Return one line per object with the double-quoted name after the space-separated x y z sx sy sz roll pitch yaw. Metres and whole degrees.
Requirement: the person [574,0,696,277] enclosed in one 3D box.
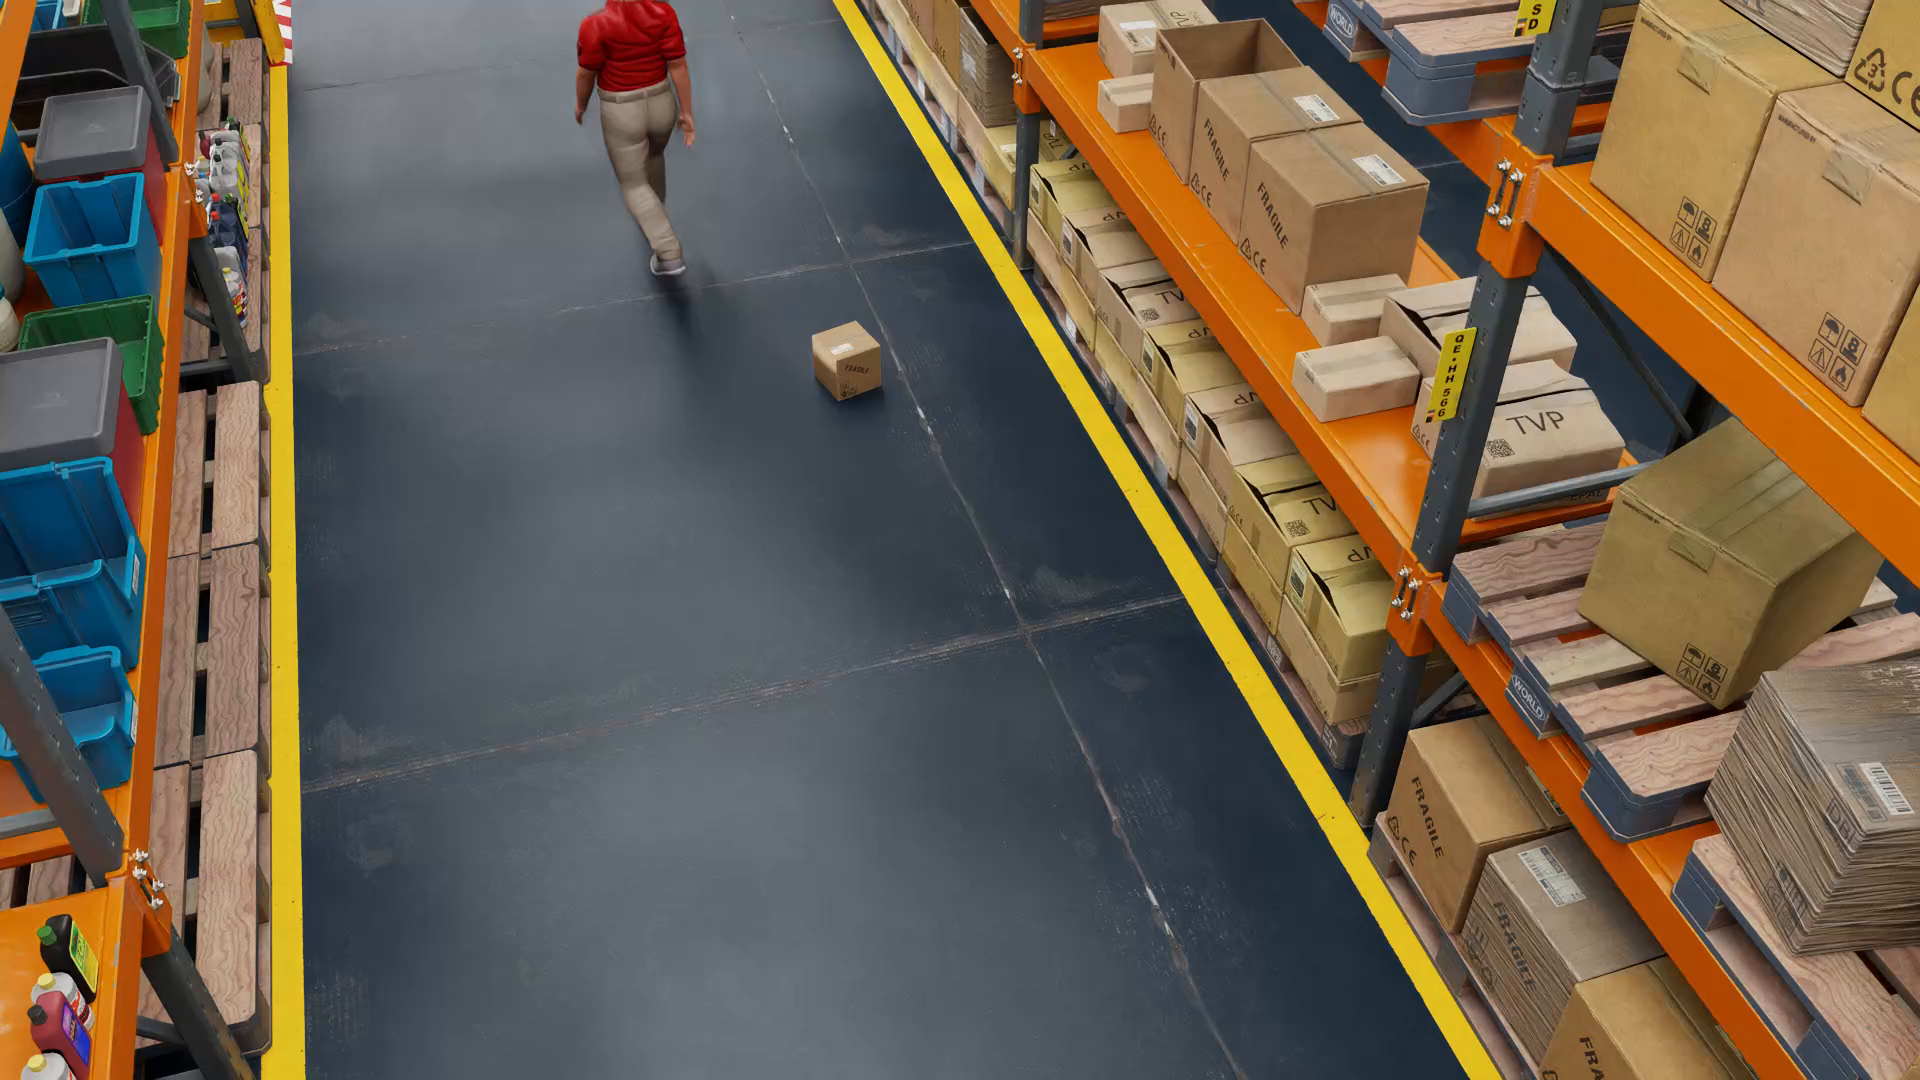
-1.690 -2.237 8.657 0.542 1.679 1.030 -24 47 -24 "person"
